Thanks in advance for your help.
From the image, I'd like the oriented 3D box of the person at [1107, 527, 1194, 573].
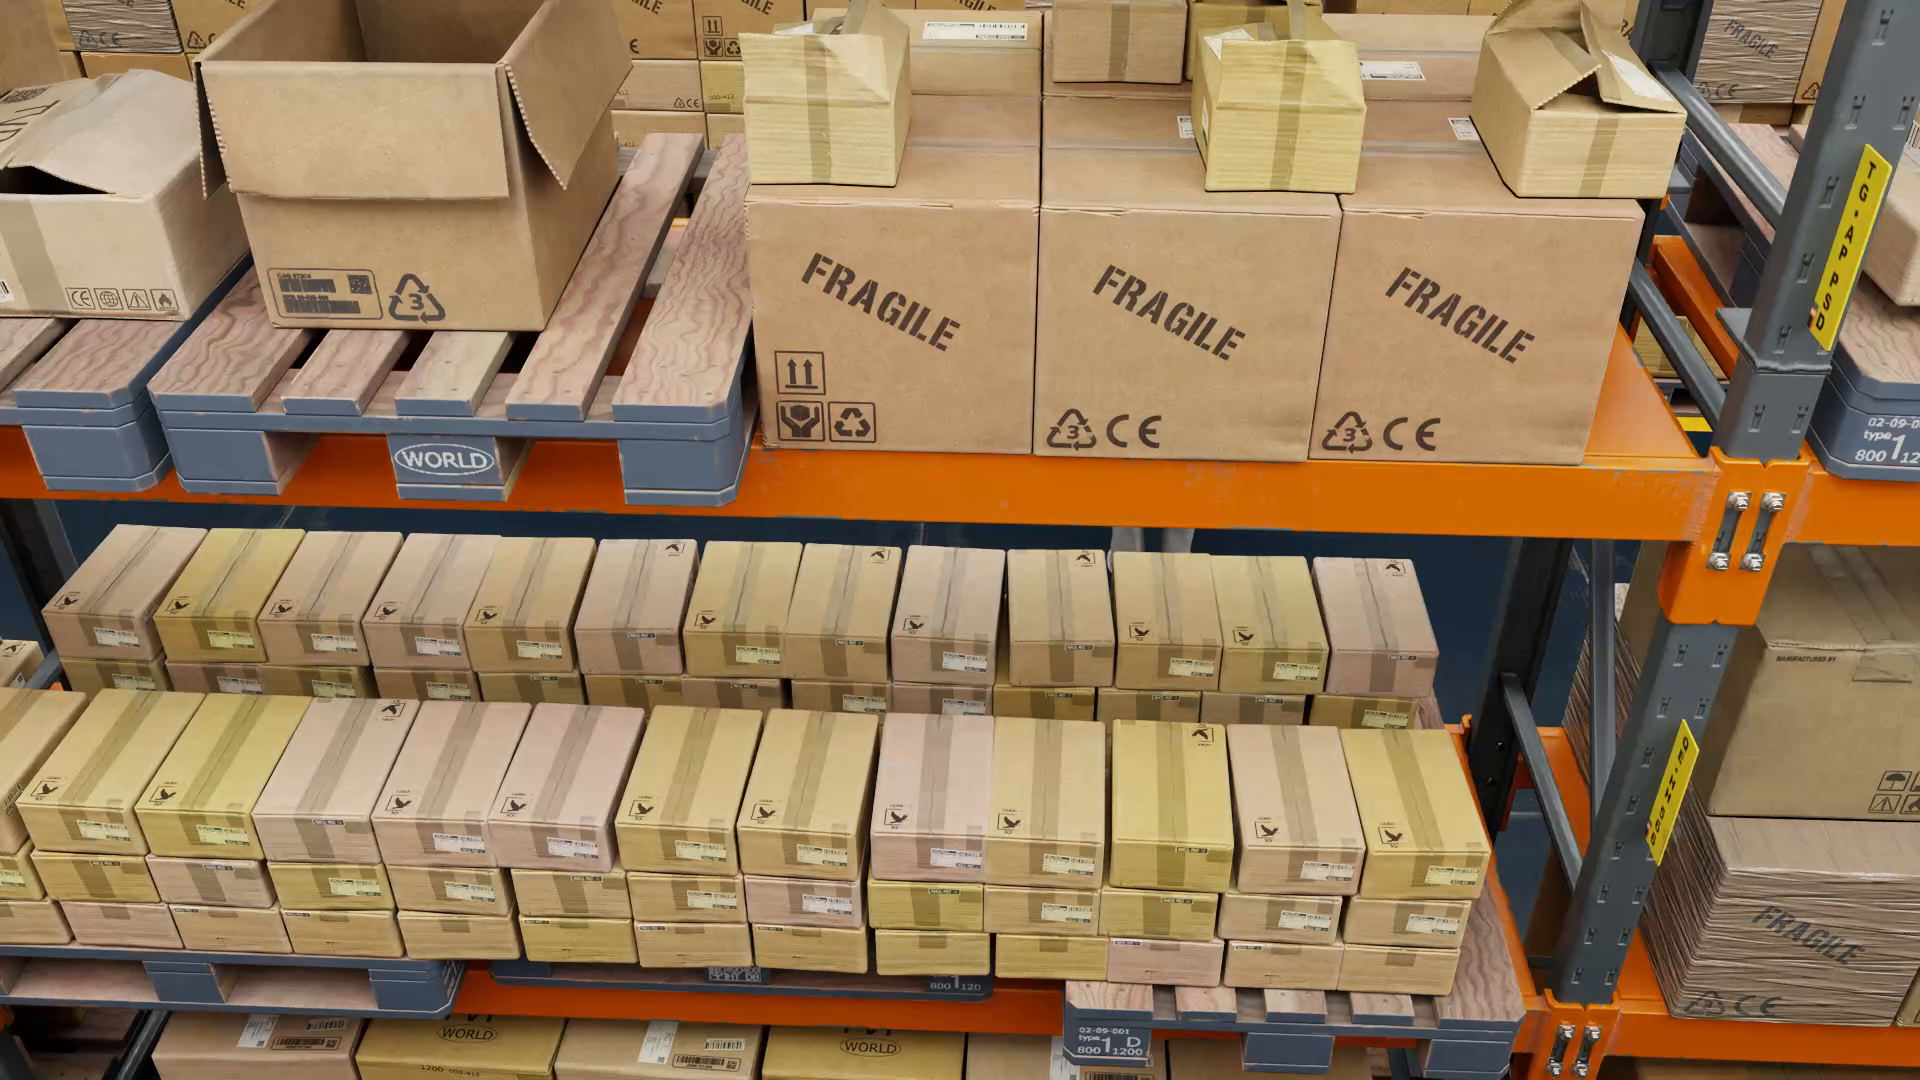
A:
[{"bbox_3d":[0.832,-0.577,6.979,0.520,1.779,0.554,1,35,2],"label":"person"}]
